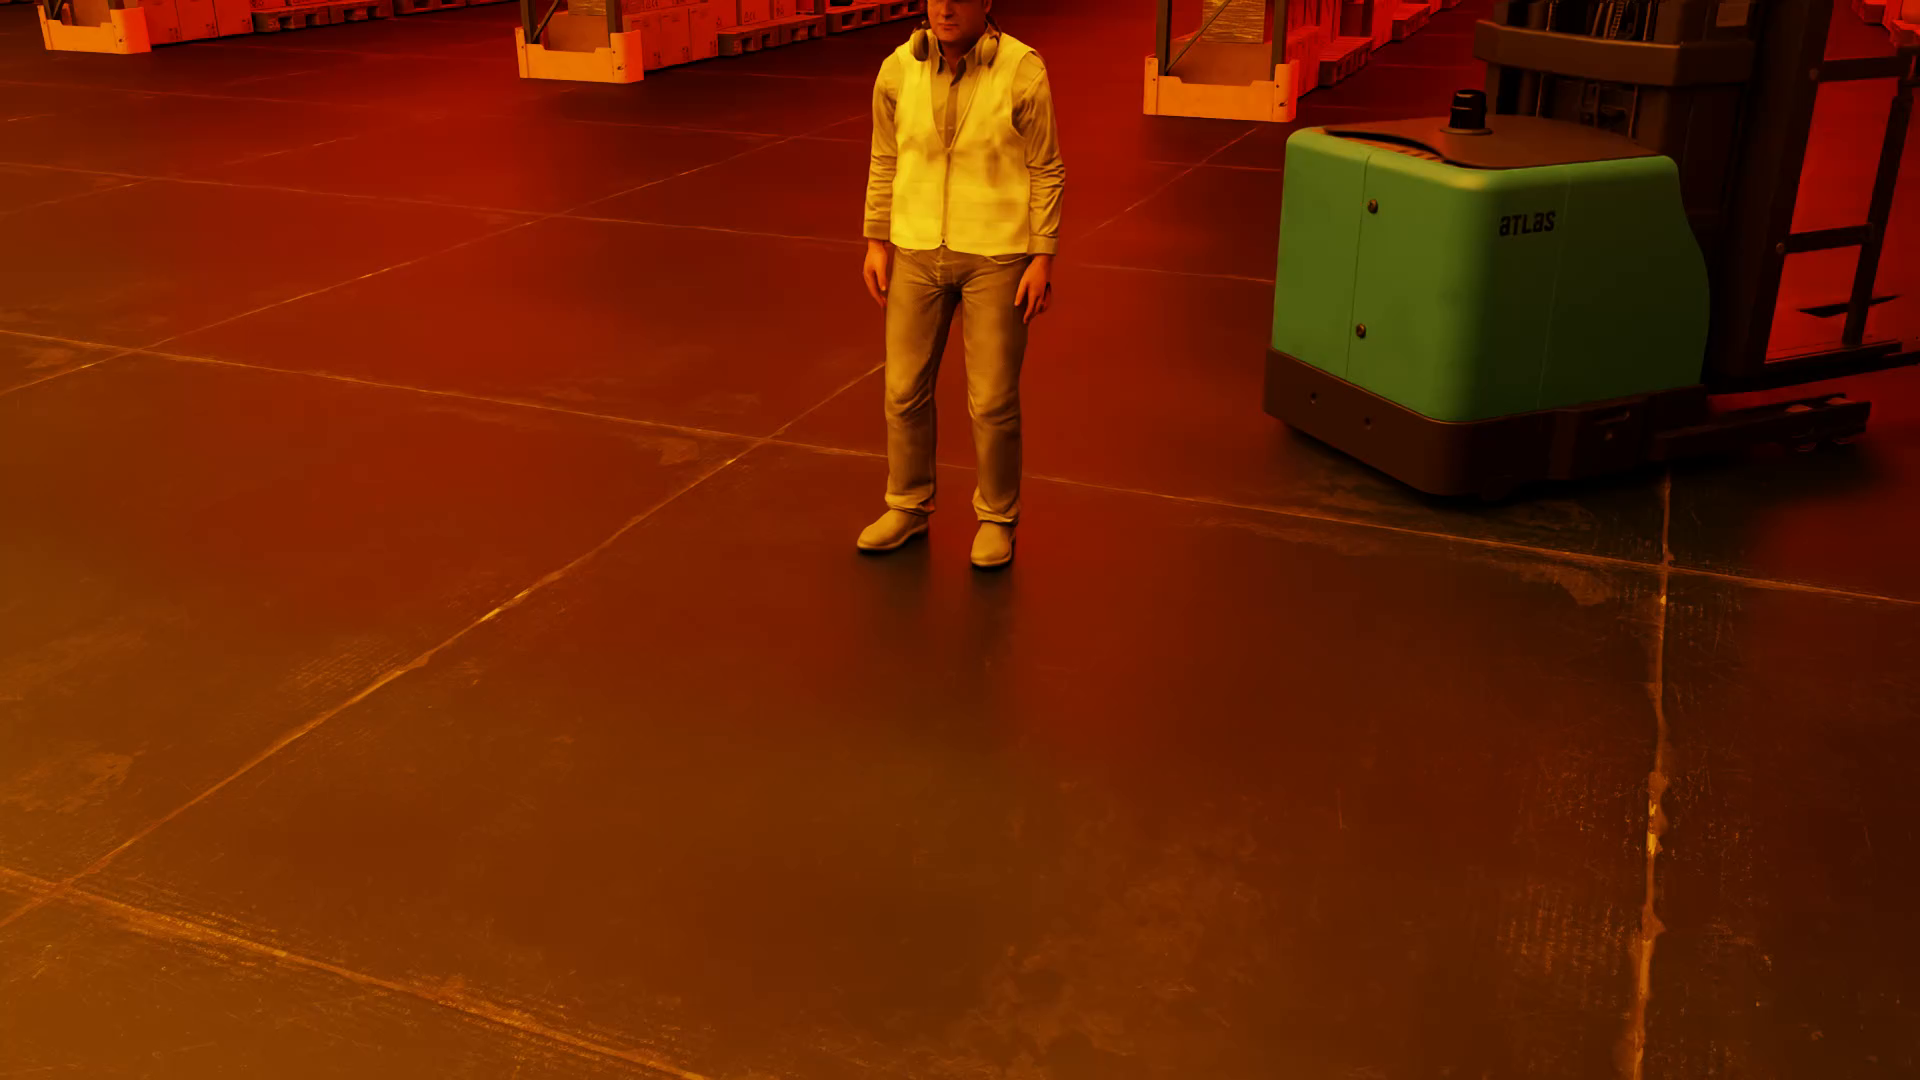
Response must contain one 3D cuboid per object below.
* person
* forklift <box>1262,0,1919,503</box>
[{"bbox_3d":[0.000,-0.806,4.728,0.580,1.770,0.463,8,24,19],"label":"person"},{"bbox_3d":[2.660,-1.835,5.682,3.031,2.935,1.130,-10,25,-22],"label":"forklift"}]
